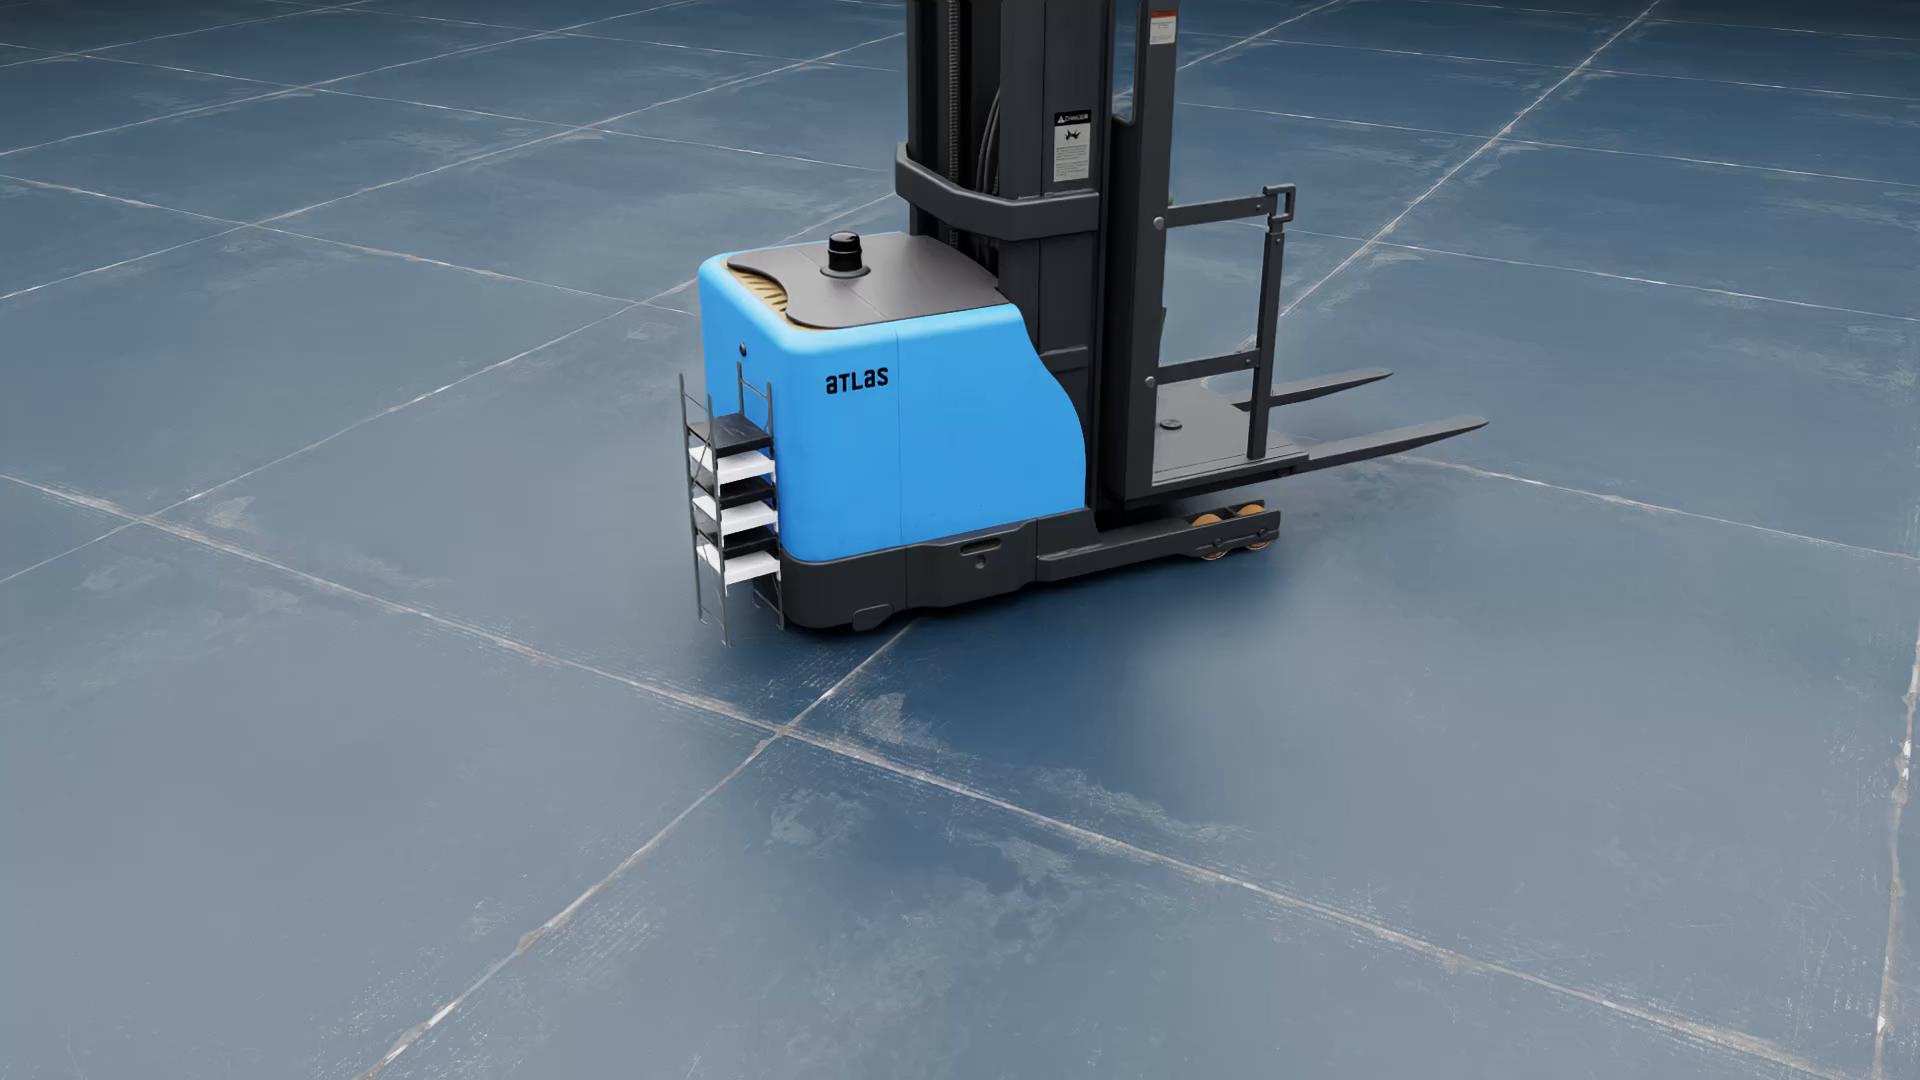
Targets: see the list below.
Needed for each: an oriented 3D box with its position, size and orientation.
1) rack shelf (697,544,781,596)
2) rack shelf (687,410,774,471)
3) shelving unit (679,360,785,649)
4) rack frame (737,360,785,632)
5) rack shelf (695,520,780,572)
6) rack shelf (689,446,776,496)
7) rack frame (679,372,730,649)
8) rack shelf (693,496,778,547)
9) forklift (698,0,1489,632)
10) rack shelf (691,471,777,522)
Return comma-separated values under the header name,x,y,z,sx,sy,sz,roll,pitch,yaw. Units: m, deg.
name,x,y,z,sx,sy,sz,roll,pitch,yaw
rack shelf,-0.746,0.079,5.563,0.200,0.077,0.258,-16,31,-28
rack shelf,-0.746,-0.323,5.362,0.200,0.077,0.258,-16,31,-28
shelving unit,-0.746,-0.112,5.468,0.210,0.900,0.258,-16,31,-28
rack frame,-0.660,-0.136,5.516,0.006,0.900,0.240,-16,31,-28
rack shelf,-0.746,-0.001,5.523,0.200,0.077,0.258,-16,31,-28
rack shelf,-0.746,-0.243,5.402,0.200,0.077,0.258,-16,31,-28
rack frame,-0.832,-0.088,5.420,0.006,0.900,0.240,-16,31,-28
rack shelf,-0.746,-0.082,5.483,0.200,0.077,0.258,-16,31,-28
forklift,0.626,-1.437,5.847,3.031,2.935,1.130,-12,29,-22
rack shelf,-0.746,-0.162,5.443,0.200,0.077,0.258,-16,31,-28
